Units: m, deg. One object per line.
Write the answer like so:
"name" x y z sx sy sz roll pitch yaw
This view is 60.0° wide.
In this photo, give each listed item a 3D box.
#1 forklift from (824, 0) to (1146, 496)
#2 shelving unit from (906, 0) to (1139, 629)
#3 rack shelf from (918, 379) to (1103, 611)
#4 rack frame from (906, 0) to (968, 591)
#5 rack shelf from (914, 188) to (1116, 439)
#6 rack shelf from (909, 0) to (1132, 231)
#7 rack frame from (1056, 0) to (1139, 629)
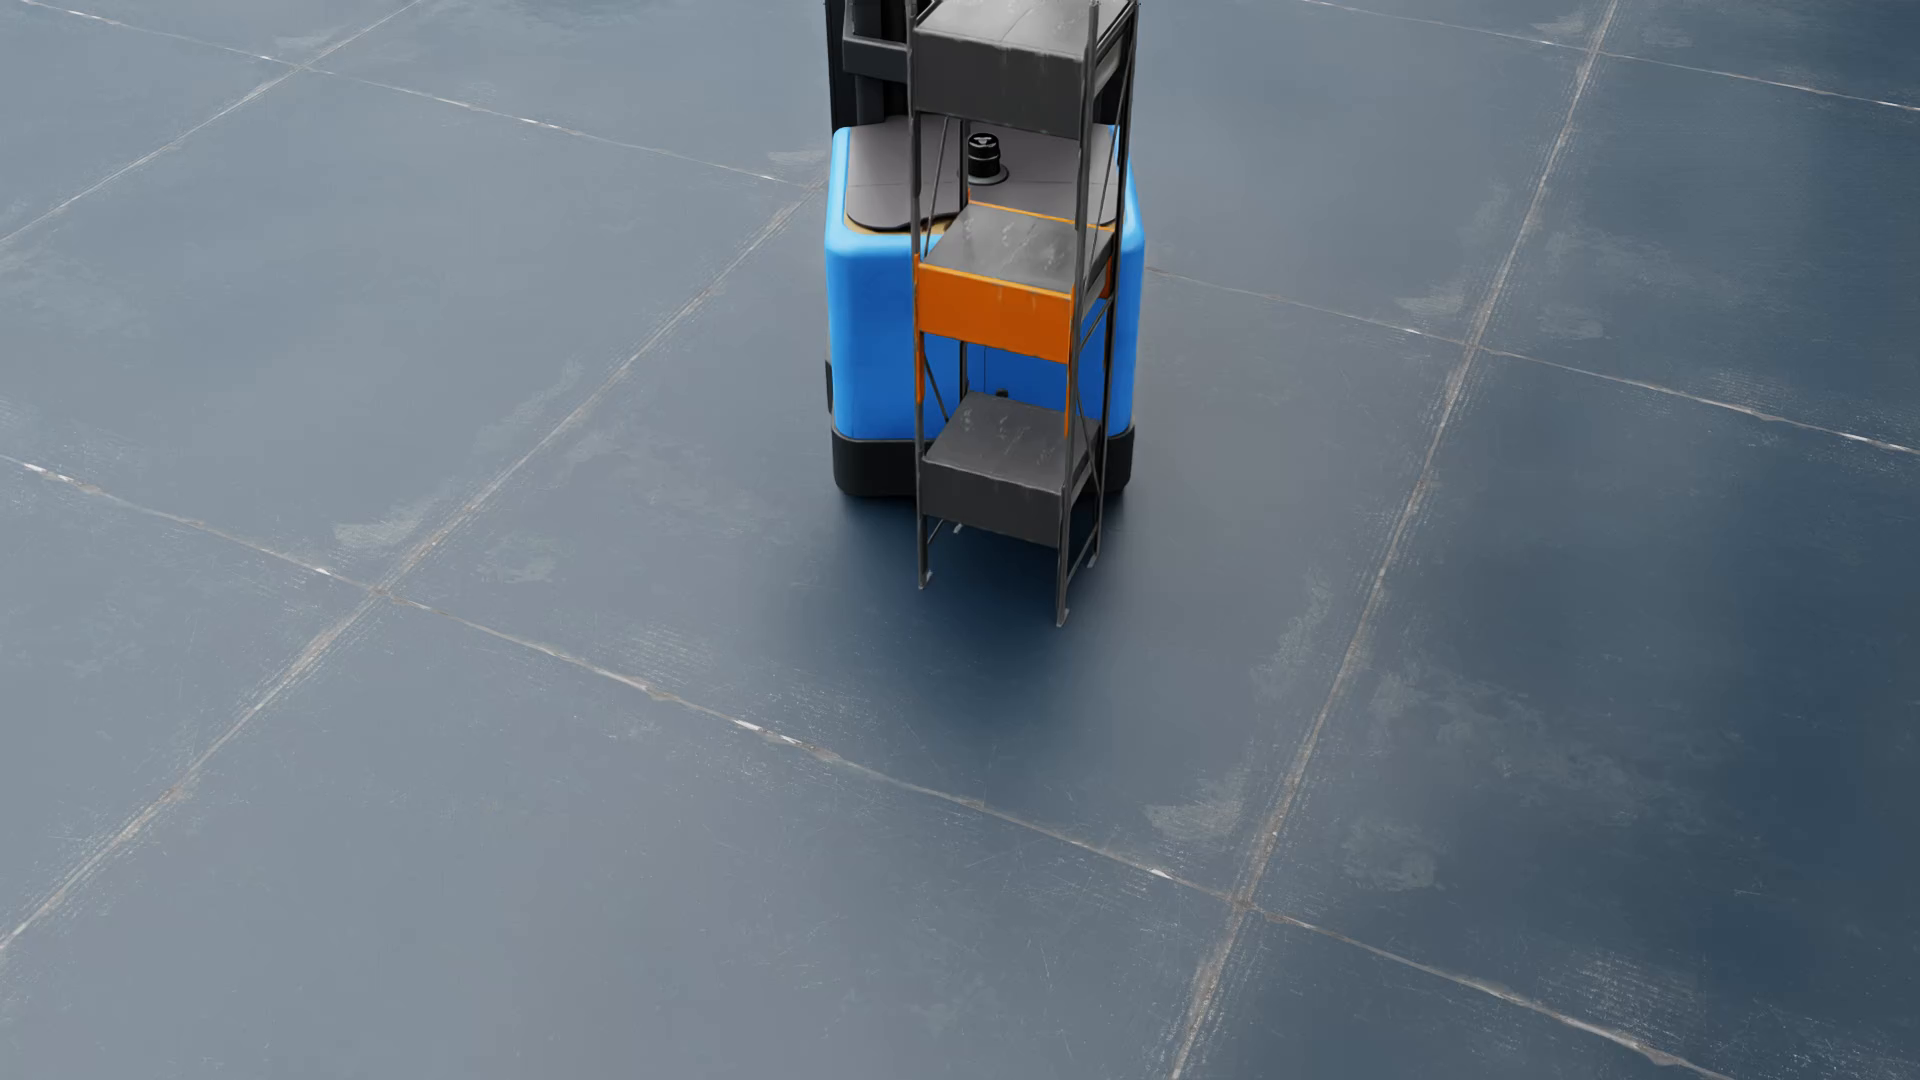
"forklift" 0.056 -2.203 6.054 1.130 2.935 3.031 -1 41 -1
"shelving unit" 0.169 -0.687 4.940 0.503 2.100 0.431 15 43 16
"rack shelf" 0.169 -0.148 5.407 0.480 0.518 0.431 15 43 16
"rack frame" -0.057 -0.747 5.008 0.015 2.100 0.400 15 43 16
"rack shelf" 0.169 -0.677 4.948 0.480 0.518 0.431 15 43 16
"rack shelf" 0.169 -1.206 4.490 0.480 0.518 0.431 15 43 16
"rack frame" 0.396 -0.628 4.871 0.015 2.100 0.400 15 43 16
